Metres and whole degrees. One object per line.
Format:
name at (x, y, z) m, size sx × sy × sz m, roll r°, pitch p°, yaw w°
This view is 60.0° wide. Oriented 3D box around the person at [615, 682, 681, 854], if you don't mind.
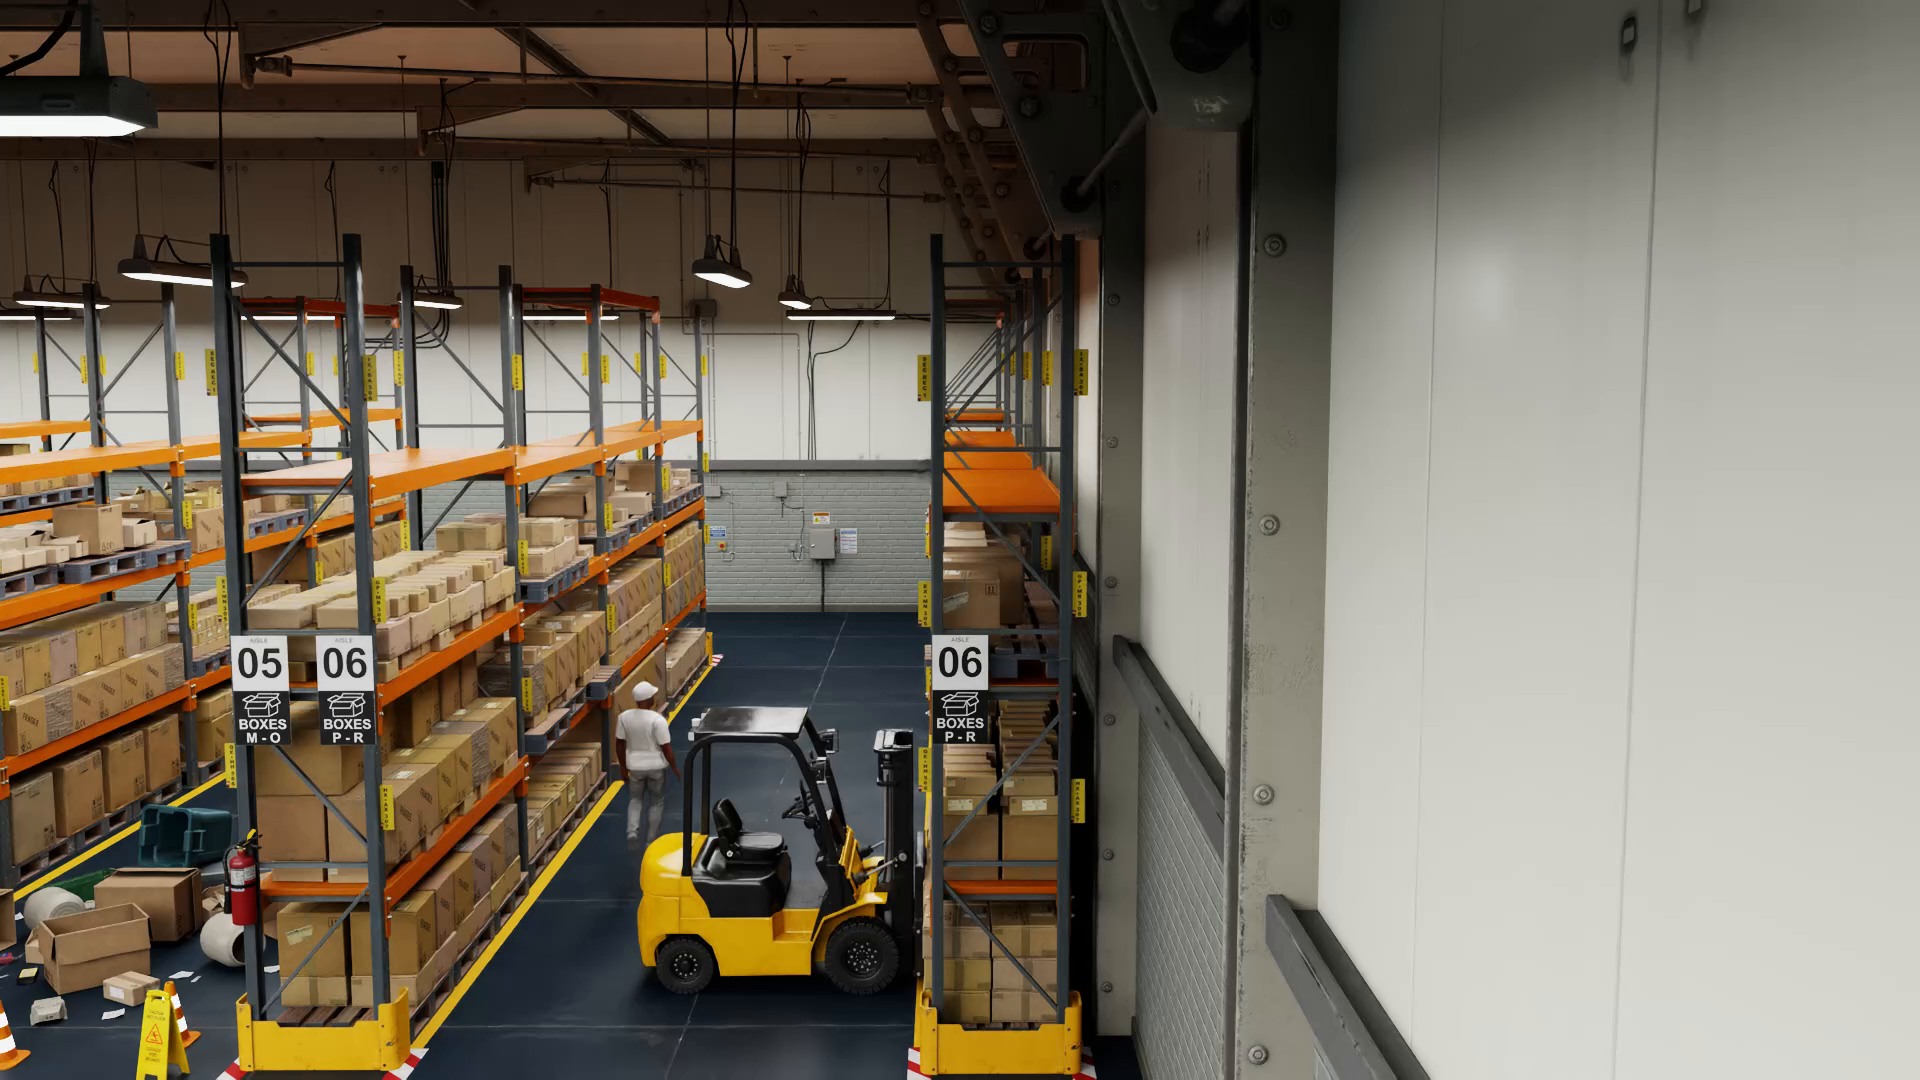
person at (-3.130, 2.283, 16.627) m, size 0.648 × 1.754 × 0.501 m, roll 0°, pitch 6°, yaw 3°
